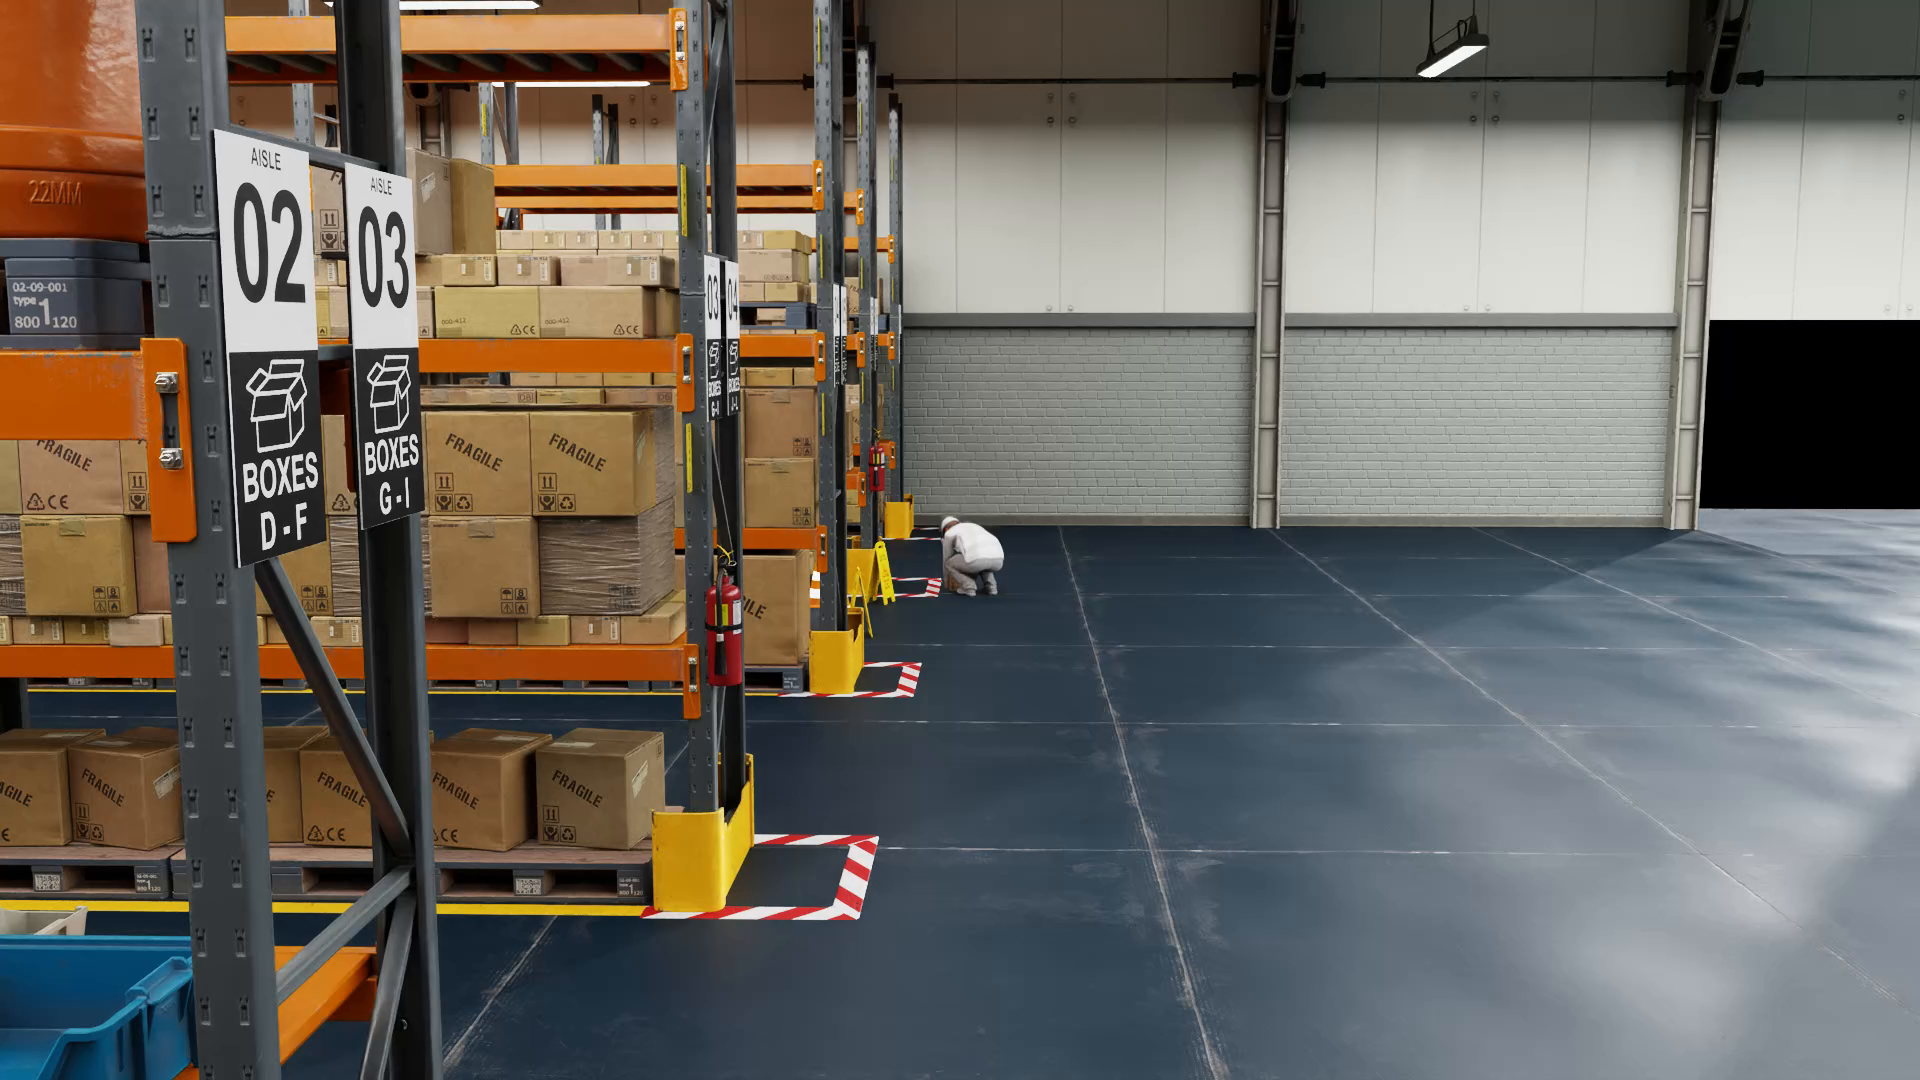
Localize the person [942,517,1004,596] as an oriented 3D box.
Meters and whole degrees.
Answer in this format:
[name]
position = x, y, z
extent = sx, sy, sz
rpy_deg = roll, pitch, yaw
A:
[person]
position = 0.104, 0.212, 18.210
extent = 0.527, 0.867, 0.951
rpy_deg = -4, 8, -26
